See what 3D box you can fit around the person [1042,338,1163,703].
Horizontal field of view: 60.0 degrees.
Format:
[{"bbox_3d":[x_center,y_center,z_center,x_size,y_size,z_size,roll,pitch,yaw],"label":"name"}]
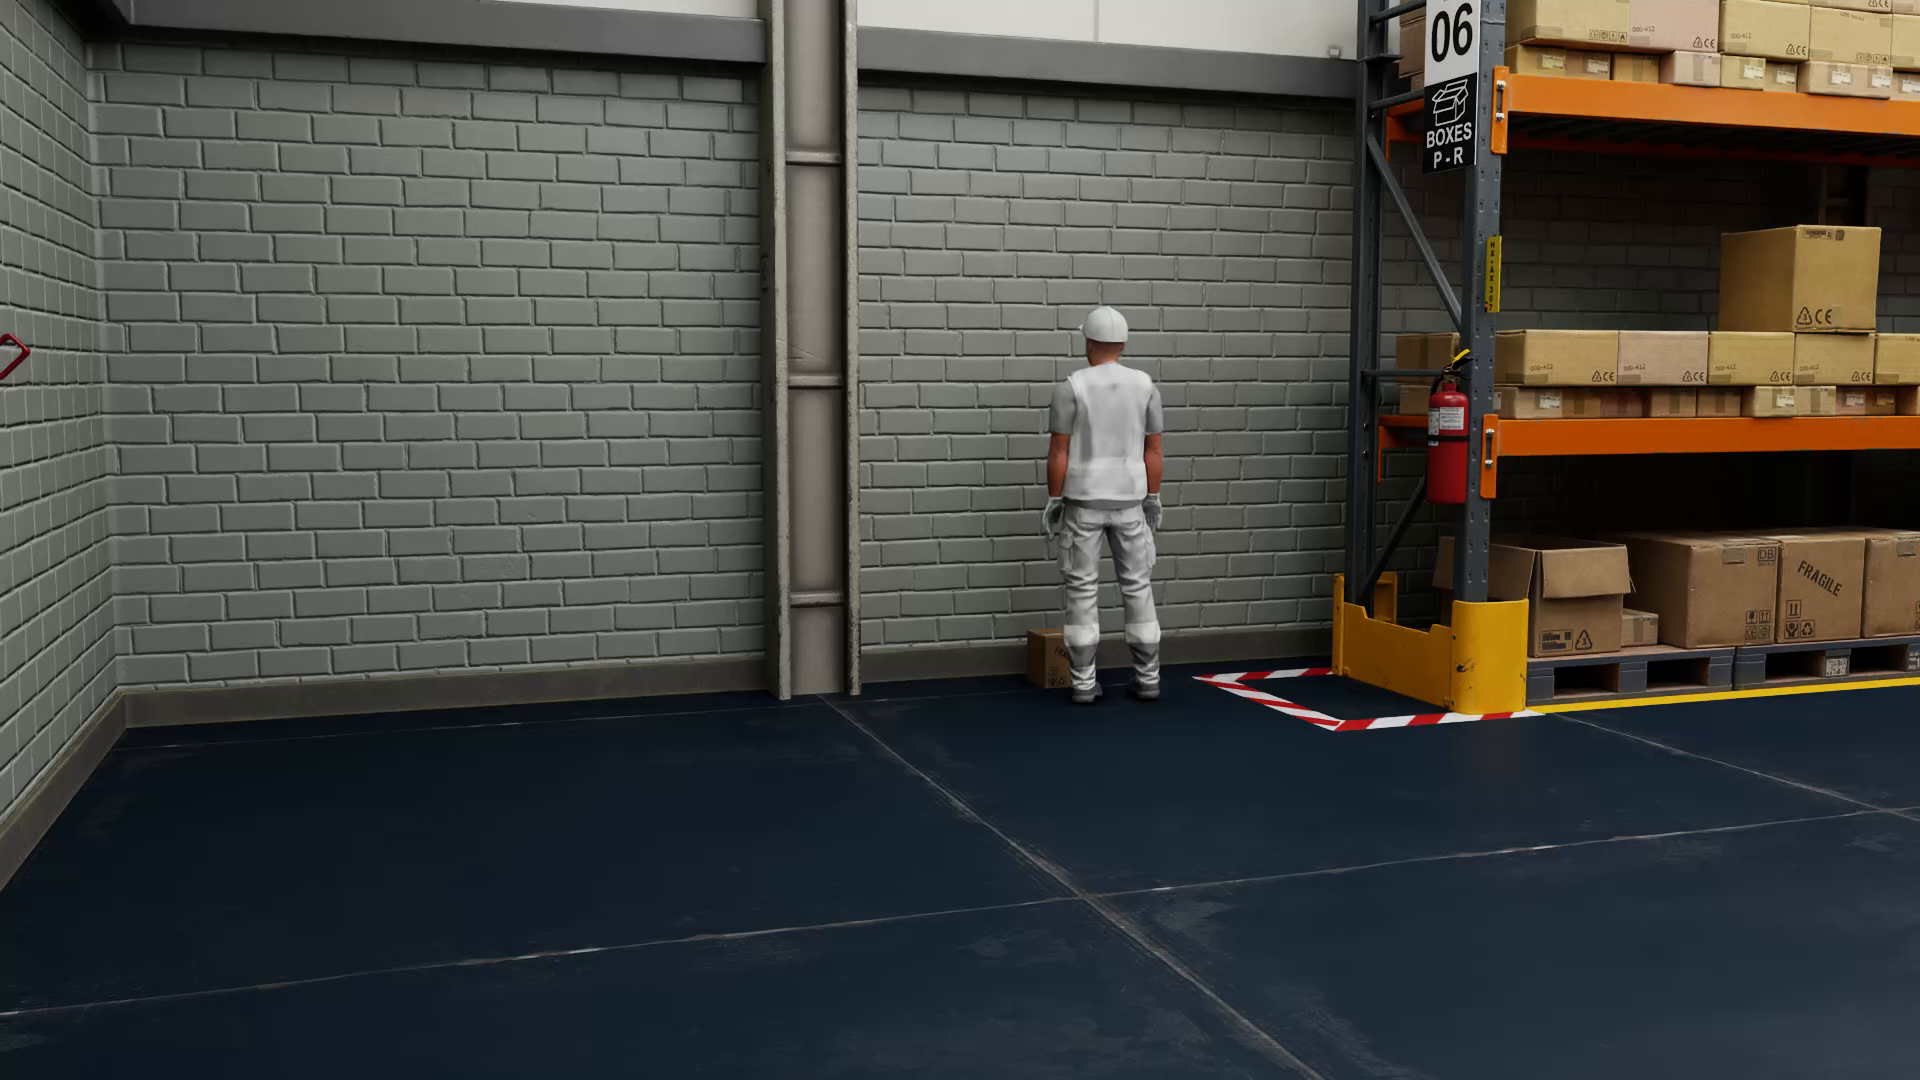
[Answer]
[{"bbox_3d":[0.657,-0.140,7.618,0.587,1.749,0.382,-1,6,-11],"label":"person"}]
